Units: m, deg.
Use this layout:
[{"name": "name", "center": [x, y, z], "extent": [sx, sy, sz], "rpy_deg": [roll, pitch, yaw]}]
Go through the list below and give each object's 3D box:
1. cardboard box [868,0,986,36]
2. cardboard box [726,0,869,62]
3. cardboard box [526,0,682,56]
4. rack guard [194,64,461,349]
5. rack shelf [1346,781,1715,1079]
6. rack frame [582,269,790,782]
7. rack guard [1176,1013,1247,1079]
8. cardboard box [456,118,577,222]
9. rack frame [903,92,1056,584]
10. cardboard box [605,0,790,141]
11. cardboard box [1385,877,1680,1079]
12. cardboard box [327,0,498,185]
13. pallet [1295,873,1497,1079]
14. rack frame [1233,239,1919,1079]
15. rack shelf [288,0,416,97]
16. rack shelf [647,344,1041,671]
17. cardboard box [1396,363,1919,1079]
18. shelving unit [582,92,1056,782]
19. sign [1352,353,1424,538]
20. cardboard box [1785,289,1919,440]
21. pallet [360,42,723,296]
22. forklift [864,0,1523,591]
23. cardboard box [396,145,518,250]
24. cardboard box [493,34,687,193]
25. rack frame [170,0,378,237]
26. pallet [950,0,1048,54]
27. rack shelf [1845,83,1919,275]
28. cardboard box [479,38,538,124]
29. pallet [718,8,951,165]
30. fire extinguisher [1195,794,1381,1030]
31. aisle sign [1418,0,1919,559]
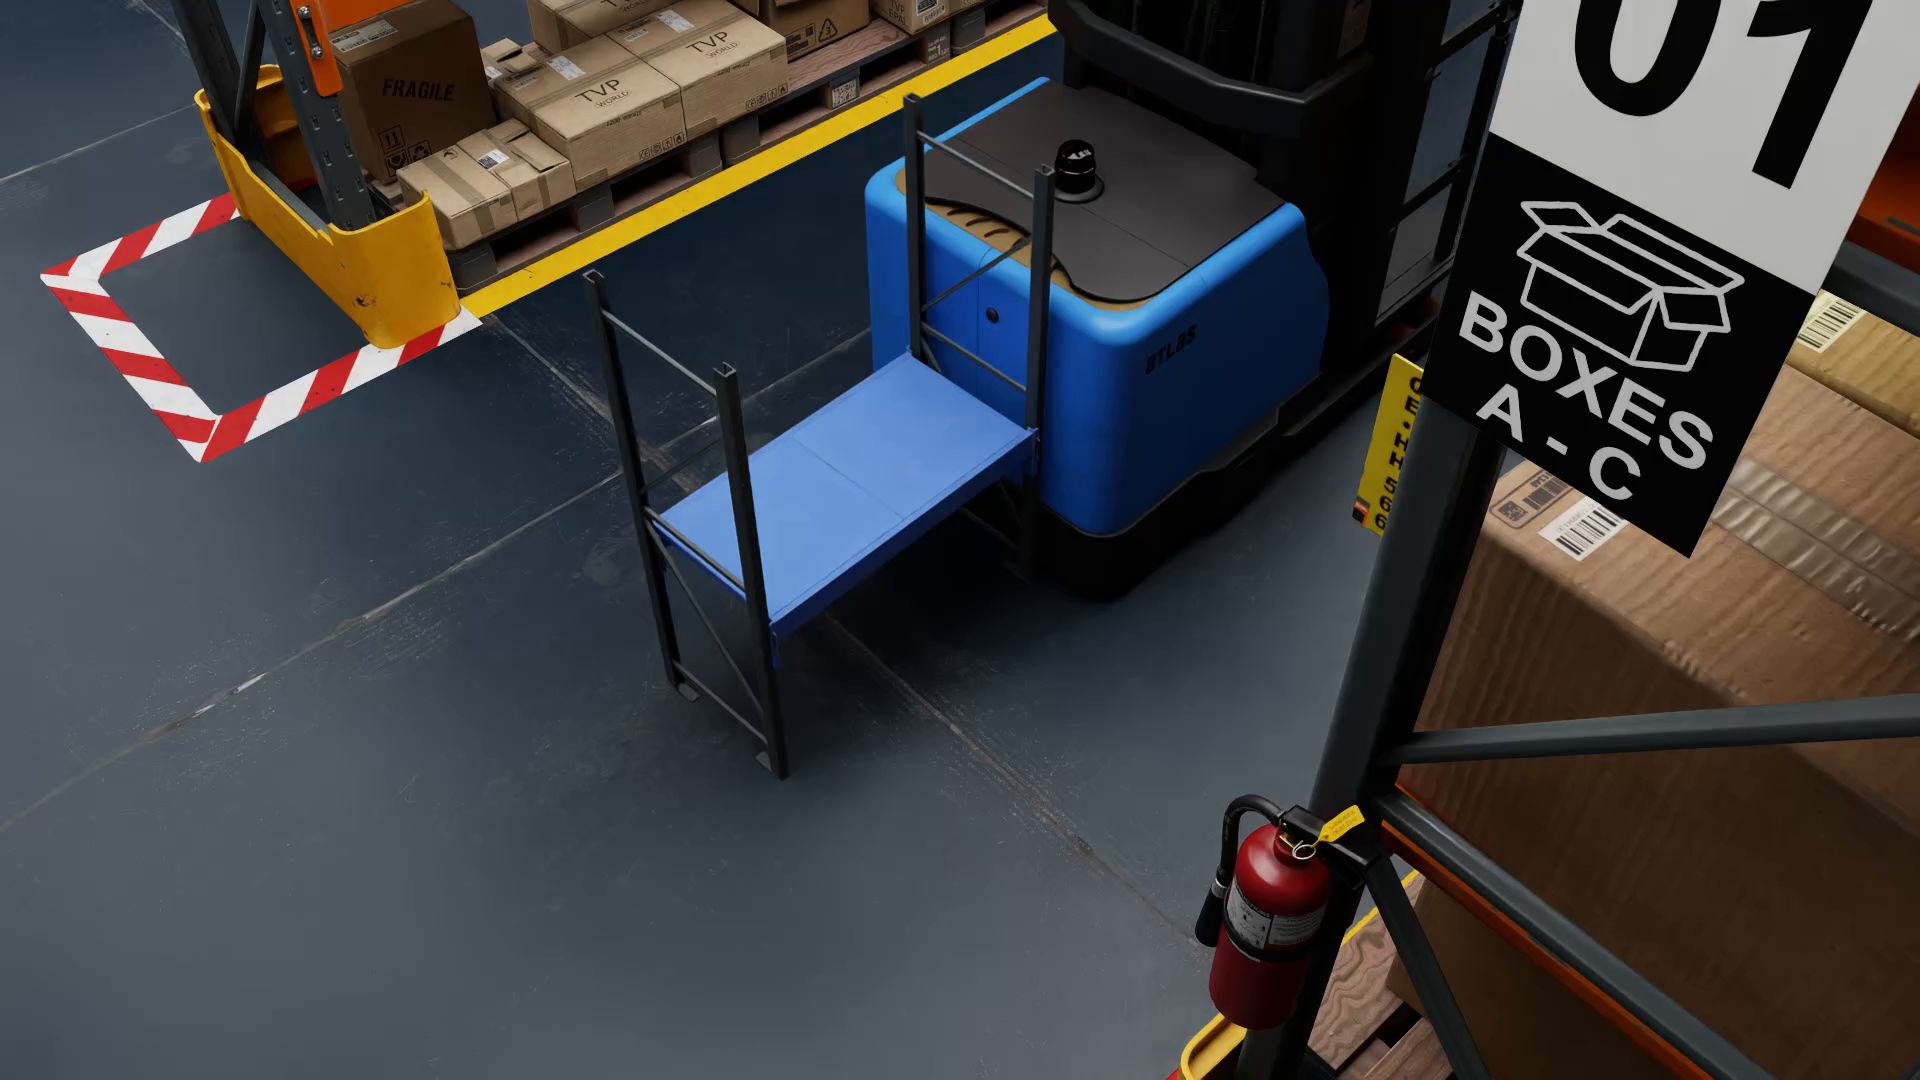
[{"name": "cardboard box", "center": [-0.180, -2.444, 6.994], "extent": [0.500, 0.311, 0.500], "rpy_deg": [-34, 56, -27]}, {"name": "cardboard box", "center": [-0.781, -2.384, 6.808], "extent": [0.637, 0.503, 0.797], "rpy_deg": [-34, 56, -27]}, {"name": "cardboard box", "center": [-1.394, -2.108, 6.726], "extent": [0.500, 0.250, 0.500], "rpy_deg": [-34, 56, -27]}, {"name": "rack guard", "center": [-2.298, -1.225, 6.040], "extent": [0.348, 0.500, 1.175], "rpy_deg": [-34, 56, -27]}, {"name": "rack shelf", "center": [2.461, -0.088, 3.780], "extent": [4.000, 0.370, 1.077], "rpy_deg": [-34, 56, -27]}, {"name": "rack frame", "center": [-0.665, 0.028, 4.204], "extent": [0.500, 1.500, 0.032], "rpy_deg": [36, 57, 28]}, {"name": "rack guard", "center": [0.964, 1.516, 3.511], "extent": [0.348, 0.500, 1.175], "rpy_deg": [-34, 56, -27]}, {"name": "cardboard box", "center": [-1.628, -1.367, 6.099], "extent": [0.250, 0.166, 0.380], "rpy_deg": [-34, 56, -27]}, {"name": "rack frame", "center": [0.043, -0.508, 4.698], "extent": [0.500, 1.500, 0.032], "rpy_deg": [36, 57, 28]}, {"name": "cardboard box", "center": [-1.021, -1.861, 6.498], "extent": [0.500, 0.250, 0.500], "rpy_deg": [-34, 56, -27]}, {"name": "cardboard box", "center": [1.432, 0.961, 3.737], "extent": [0.500, 0.500, 0.700], "rpy_deg": [-34, 56, -27]}, {"name": "cardboard box", "center": [-2.117, -1.740, 6.216], "extent": [0.500, 0.500, 0.500], "rpy_deg": [-34, 56, -27]}, {"name": "pallet", "center": [1.520, 1.164, 4.032], "extent": [1.213, 0.211, 1.003], "rpy_deg": [-34, 56, -27]}, {"name": "rack frame", "center": [0.979, 0.655, 2.605], "extent": [0.053, 2.616, 0.949], "rpy_deg": [-34, 56, -27]}, {"name": "rack shelf", "center": [-0.874, -2.780, 6.264], "extent": [4.000, 0.370, 1.077], "rpy_deg": [-34, 56, -27]}, {"name": "rack shelf", "center": [-0.311, -0.118, 4.583], "extent": [0.538, 0.185, 1.000], "rpy_deg": [36, 57, 28]}, {"name": "cardboard box", "center": [1.352, 0.297, 2.731], "extent": [0.700, 0.700, 0.980], "rpy_deg": [-31, 55, -26]}, {"name": "shelving unit", "center": [-0.311, -0.240, 4.451], "extent": [0.538, 1.500, 1.048], "rpy_deg": [36, 57, 28]}, {"name": "sign", "center": [0.627, -0.118, 2.369], "extent": [0.005, 0.325, 0.100], "rpy_deg": [-34, 56, -27]}, {"name": "cardboard box", "center": [1.883, -0.069, 3.068], "extent": [0.700, 0.700, 0.980], "rpy_deg": [-34, 56, -27]}, {"name": "pallet", "center": [-1.708, -1.522, 6.511], "extent": [1.213, 0.211, 1.003], "rpy_deg": [-34, 56, -27]}, {"name": "forklift", "center": [1.098, -1.824, 4.938], "extent": [1.130, 2.935, 3.031], "rpy_deg": [36, 57, 28]}, {"name": "cardboard box", "center": [-1.813, -1.238, 5.992], "extent": [0.250, 0.149, 0.380], "rpy_deg": [-34, 56, -27]}, {"name": "cardboard box", "center": [-1.391, -1.614, 6.270], "extent": [0.500, 0.250, 0.500], "rpy_deg": [-34, 56, -27]}, {"name": "rack frame", "center": [-2.354, -2.035, 5.087], "extent": [0.127, 3.000, 1.000], "rpy_deg": [-34, 56, -27]}, {"name": "pallet", "center": [0.097, -2.728, 7.624], "extent": [1.213, 0.211, 1.003], "rpy_deg": [-34, 56, -27]}, {"name": "rack shelf", "center": [2.461, -1.106, 2.678], "extent": [4.000, 0.370, 1.077], "rpy_deg": [-34, 56, -27]}, {"name": "cardboard box", "center": [-1.757, -1.778, 6.478], "extent": [0.250, 0.166, 0.380], "rpy_deg": [-34, 56, -27]}, {"name": "pallet", "center": [-0.806, -2.122, 7.064], "extent": [1.213, 0.211, 1.003], "rpy_deg": [-34, 56, -27]}, {"name": "fire extinguisher", "center": [0.559, 0.633, 2.931], "extent": [0.183, 0.674, 0.296], "rpy_deg": [-34, 56, -27]}, {"name": "aisle sign", "center": [0.726, -0.353, 1.766], "extent": [0.004, 0.787, 0.394], "rpy_deg": [-34, 56, -27]}]
